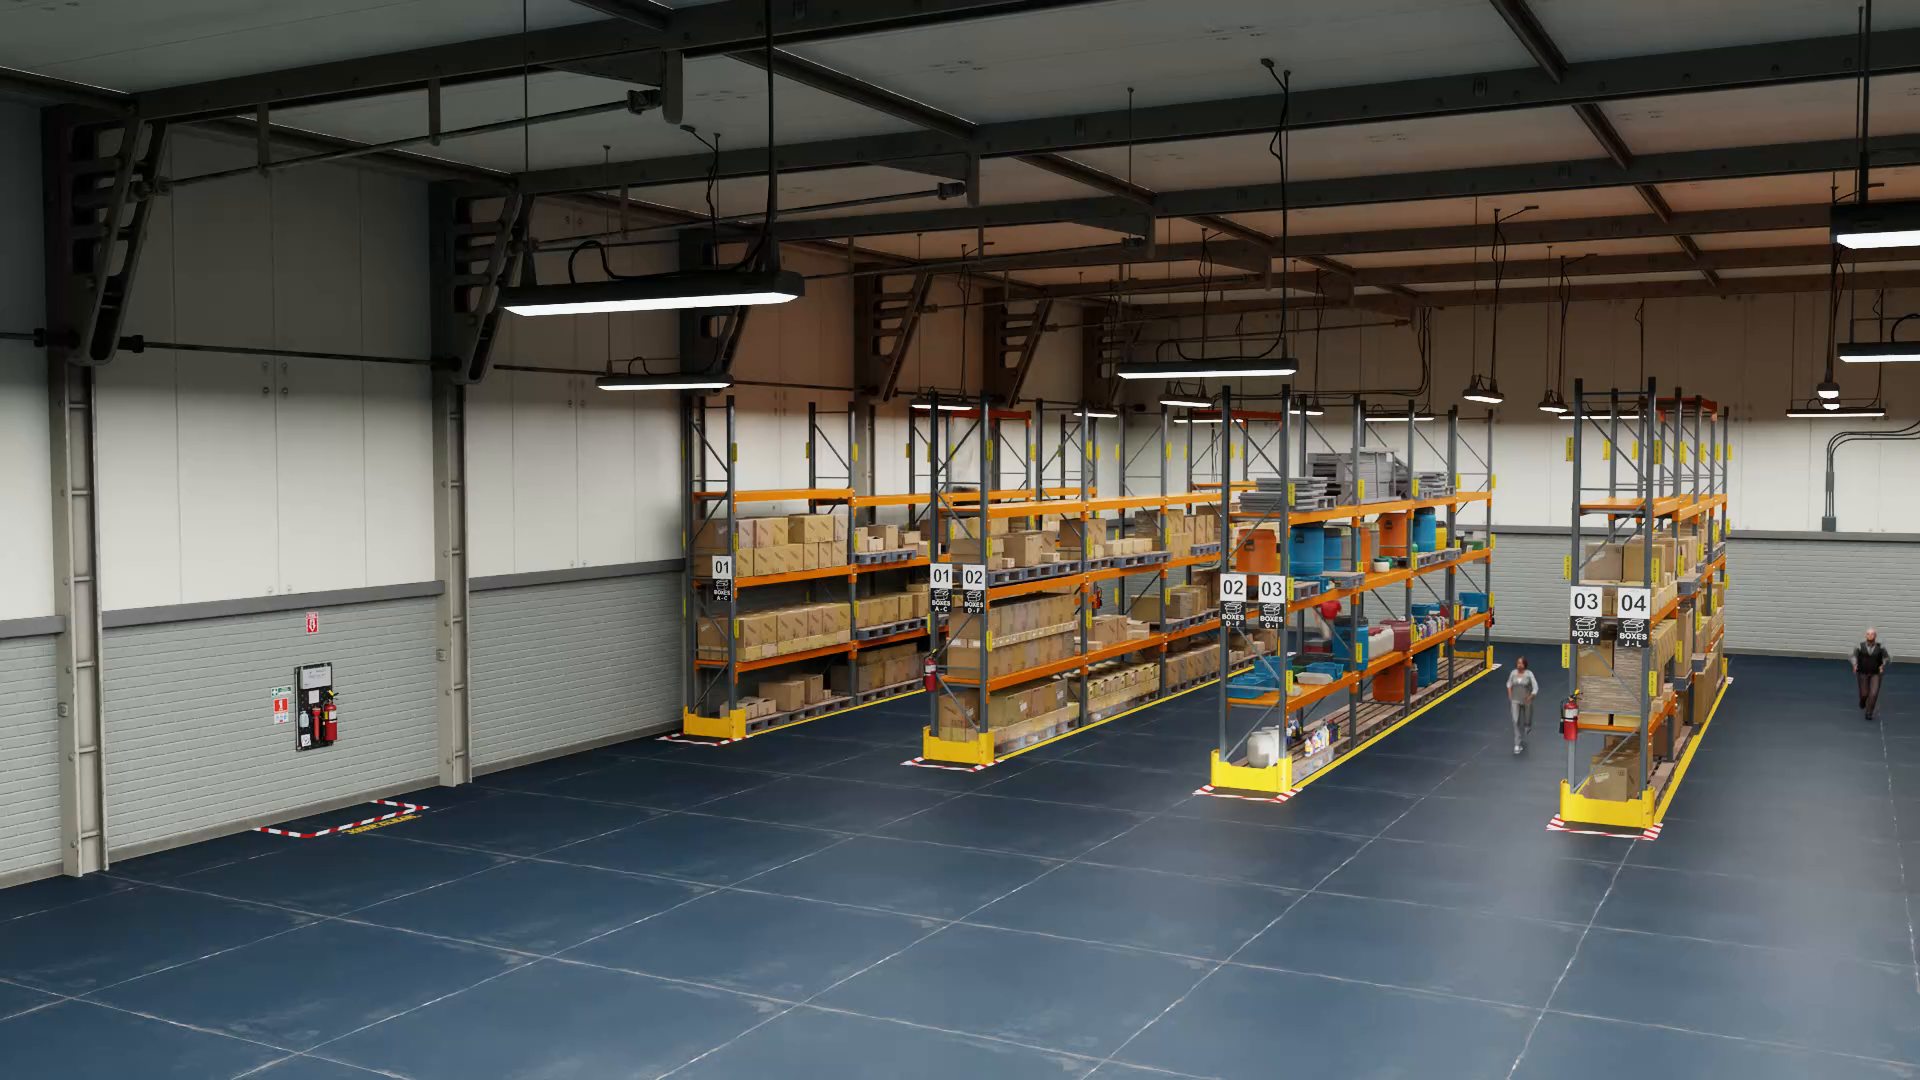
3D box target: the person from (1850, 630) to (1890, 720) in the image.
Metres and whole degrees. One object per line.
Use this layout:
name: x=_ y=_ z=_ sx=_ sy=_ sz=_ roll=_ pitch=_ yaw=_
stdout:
person: x=17.149 y=2.527 z=31.341 sx=0.666 sy=1.682 sz=0.622 roll=2 pitch=3 yaw=27

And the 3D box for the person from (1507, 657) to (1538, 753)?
person: x=9.490 y=2.764 z=28.081 sx=0.520 sy=1.579 sz=0.926 roll=1 pitch=3 yaw=23

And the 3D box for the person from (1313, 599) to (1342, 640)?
person: x=8.881 y=2.056 z=40.085 sx=0.696 sy=1.745 sz=0.871 roll=0 pitch=3 yaw=-5
